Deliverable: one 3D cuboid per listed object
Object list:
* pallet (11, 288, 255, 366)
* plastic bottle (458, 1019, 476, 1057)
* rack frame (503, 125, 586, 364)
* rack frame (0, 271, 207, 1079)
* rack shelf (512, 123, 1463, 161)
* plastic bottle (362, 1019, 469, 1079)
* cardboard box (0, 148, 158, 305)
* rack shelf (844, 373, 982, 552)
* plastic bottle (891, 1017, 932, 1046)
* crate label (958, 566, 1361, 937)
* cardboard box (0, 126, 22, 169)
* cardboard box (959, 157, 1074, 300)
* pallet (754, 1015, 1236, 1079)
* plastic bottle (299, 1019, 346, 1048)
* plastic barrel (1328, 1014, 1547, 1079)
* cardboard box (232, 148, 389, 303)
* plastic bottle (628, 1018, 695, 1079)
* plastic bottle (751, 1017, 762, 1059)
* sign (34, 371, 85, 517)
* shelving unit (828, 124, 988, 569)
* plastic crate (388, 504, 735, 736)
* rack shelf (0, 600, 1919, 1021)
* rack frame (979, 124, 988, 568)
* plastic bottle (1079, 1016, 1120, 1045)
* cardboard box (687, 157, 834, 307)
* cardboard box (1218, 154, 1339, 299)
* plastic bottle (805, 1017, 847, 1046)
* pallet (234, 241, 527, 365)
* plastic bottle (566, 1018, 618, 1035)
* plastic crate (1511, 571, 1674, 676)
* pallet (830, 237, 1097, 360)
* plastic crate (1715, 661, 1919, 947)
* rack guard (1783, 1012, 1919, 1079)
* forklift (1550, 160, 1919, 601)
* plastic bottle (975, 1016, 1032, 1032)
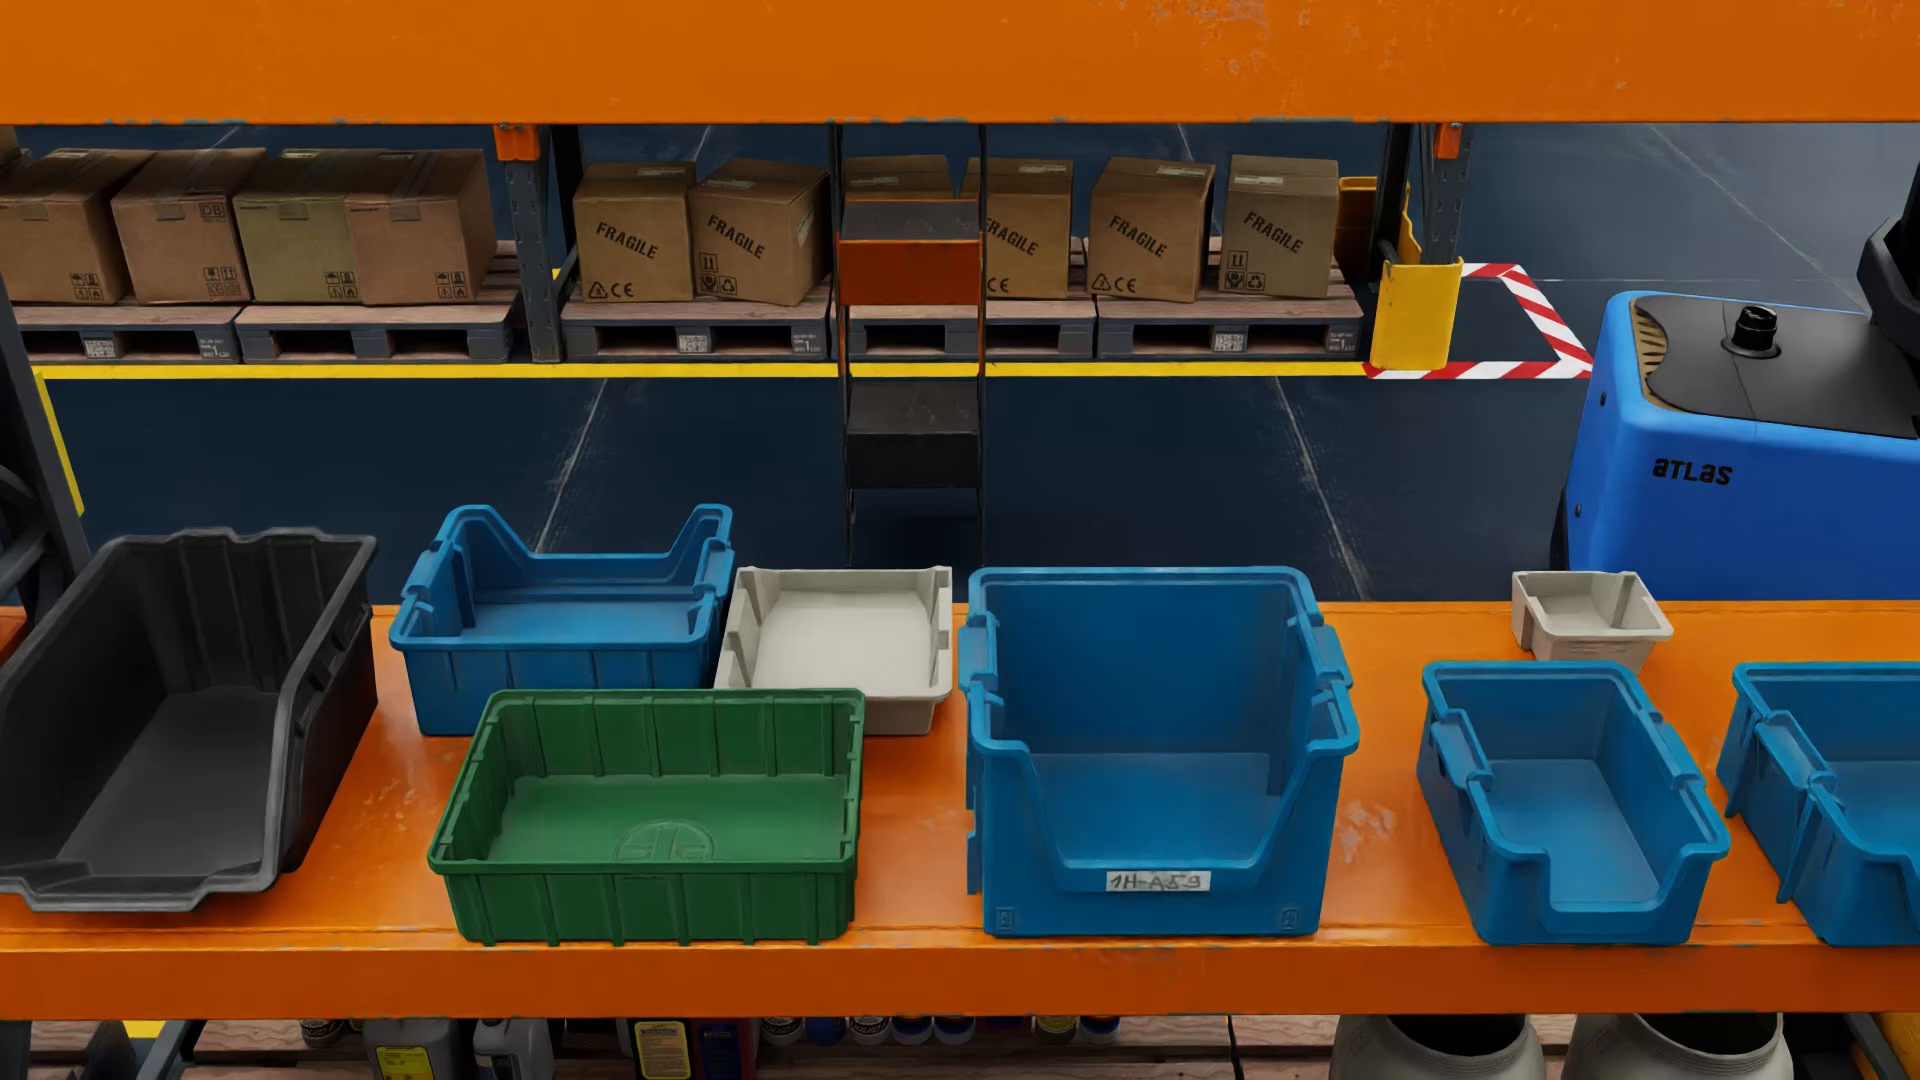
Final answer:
[{"bbox_3d":[-3.887,-1.141,7.927,1.213,0.211,1.003,0,31,0],"label":"pallet"},{"bbox_3d":[-1.214,1.021,3.806,0.185,0.351,0.144,-1,31,-2],"label":"plastic bottle"},{"bbox_3d":[-1.886,-2.341,7.217,0.127,3.000,1.000,0,31,0],"label":"rack frame"},{"bbox_3d":[-1.856,0.228,2.983,0.127,3.000,1.000,0,31,0],"label":"rack frame"},{"bbox_3d":[0.114,-2.040,7.414,4.000,0.370,1.077,0,31,0],"label":"rack shelf"},{"bbox_3d":[-1.213,1.095,3.682,0.185,0.351,0.144,0,31,0],"label":"plastic bottle"},{"bbox_3d":[-4.094,-1.475,7.774,0.500,0.500,0.700,2,31,4],"label":"cardboard box"},{"bbox_3d":[-0.166,-0.287,6.075,0.480,0.518,0.431,0,31,0],"label":"rack shelf"},{"bbox_3d":[-0.114,1.039,3.852,0.097,0.271,0.097,0,31,0],"label":"plastic bottle"},{"bbox_3d":[0.305,0.346,2.754,0.616,0.435,0.502,0,31,0],"label":"crate label"},{"bbox_3d":[-4.686,-1.794,7.577,0.500,0.250,0.500,3,31,5],"label":"cardboard box"},{"bbox_3d":[0.266,-1.460,7.769,0.500,0.500,0.500,3,31,4],"label":"cardboard box"},{"bbox_3d":[0.039,1.434,3.683,1.213,0.211,1.003,0,31,0],"label":"pallet"},{"bbox_3d":[-1.495,1.073,3.863,0.097,0.201,0.097,0,31,0],"label":"plastic bottle"},{"bbox_3d":[0.985,1.143,3.469,0.421,0.512,0.421,0,31,0],"label":"plastic barrel"},{"bbox_3d":[-2.977,-1.478,7.781,0.500,0.500,0.700,0,31,-1],"label":"cardboard box"},{"bbox_3d":[-0.672,1.101,3.738,0.133,0.283,0.061,0,31,0],"label":"plastic bottle"},{"bbox_3d":[-0.536,1.052,3.825,0.135,0.276,0.152,0,31,1],"label":"plastic bottle"},{"bbox_3d":[-1.848,-0.176,3.382,0.005,0.325,0.100,0,31,0],"label":"sign"},{"bbox_3d":[-0.166,-0.897,5.705,0.503,2.100,0.431,0,31,0],"label":"shelving unit"},{"bbox_3d":[-0.751,0.147,3.259,0.616,0.251,0.499,0,31,0],"label":"plastic crate"},{"bbox_3d":[0.144,0.529,3.180,4.000,0.370,1.077,0,31,0],"label":"rack shelf"},{"bbox_3d":[0.078,-0.898,5.706,0.015,2.100,0.400,0,31,0],"label":"rack frame"},{"bbox_3d":[0.329,1.038,3.854,0.097,0.271,0.097,0,31,0],"label":"plastic bottle"},{"bbox_3d":[-0.913,-1.439,7.734,0.500,0.500,0.500,10,33,15],"label":"cardboard box"},{"bbox_3d":[1.490,-1.472,7.789,0.500,0.500,0.500,5,32,9],"label":"cardboard box"},{"bbox_3d":[-0.316,1.040,3.851,0.097,0.271,0.097,0,31,0],"label":"plastic bottle"},{"bbox_3d":[-2.664,-1.146,7.935,1.213,0.211,1.003,0,31,0],"label":"pallet"},{"bbox_3d":[-0.859,1.027,3.861,0.133,0.283,0.061,2,31,3],"label":"plastic bottle"},{"bbox_3d":[1.247,0.164,3.342,0.250,0.136,0.298,0,31,0],"label":"plastic crate"},{"bbox_3d":[0.009,-1.175,7.983,1.213,0.211,1.003,0,31,0],"label":"pallet"},{"bbox_3d":[1.645,0.436,2.784,0.616,0.251,0.499,0,31,0],"label":"plastic crate"},{"bbox_3d":[2.068,1.308,3.611,0.348,0.500,1.175,0,31,0],"label":"rack guard"},{"bbox_3d":[3.492,-0.738,4.640,3.031,2.935,1.130,8,32,14],"label":"forklift"},{"bbox_3d":[0.103,1.024,3.866,0.133,0.283,0.061,0,31,1],"label":"plastic bottle"}]
